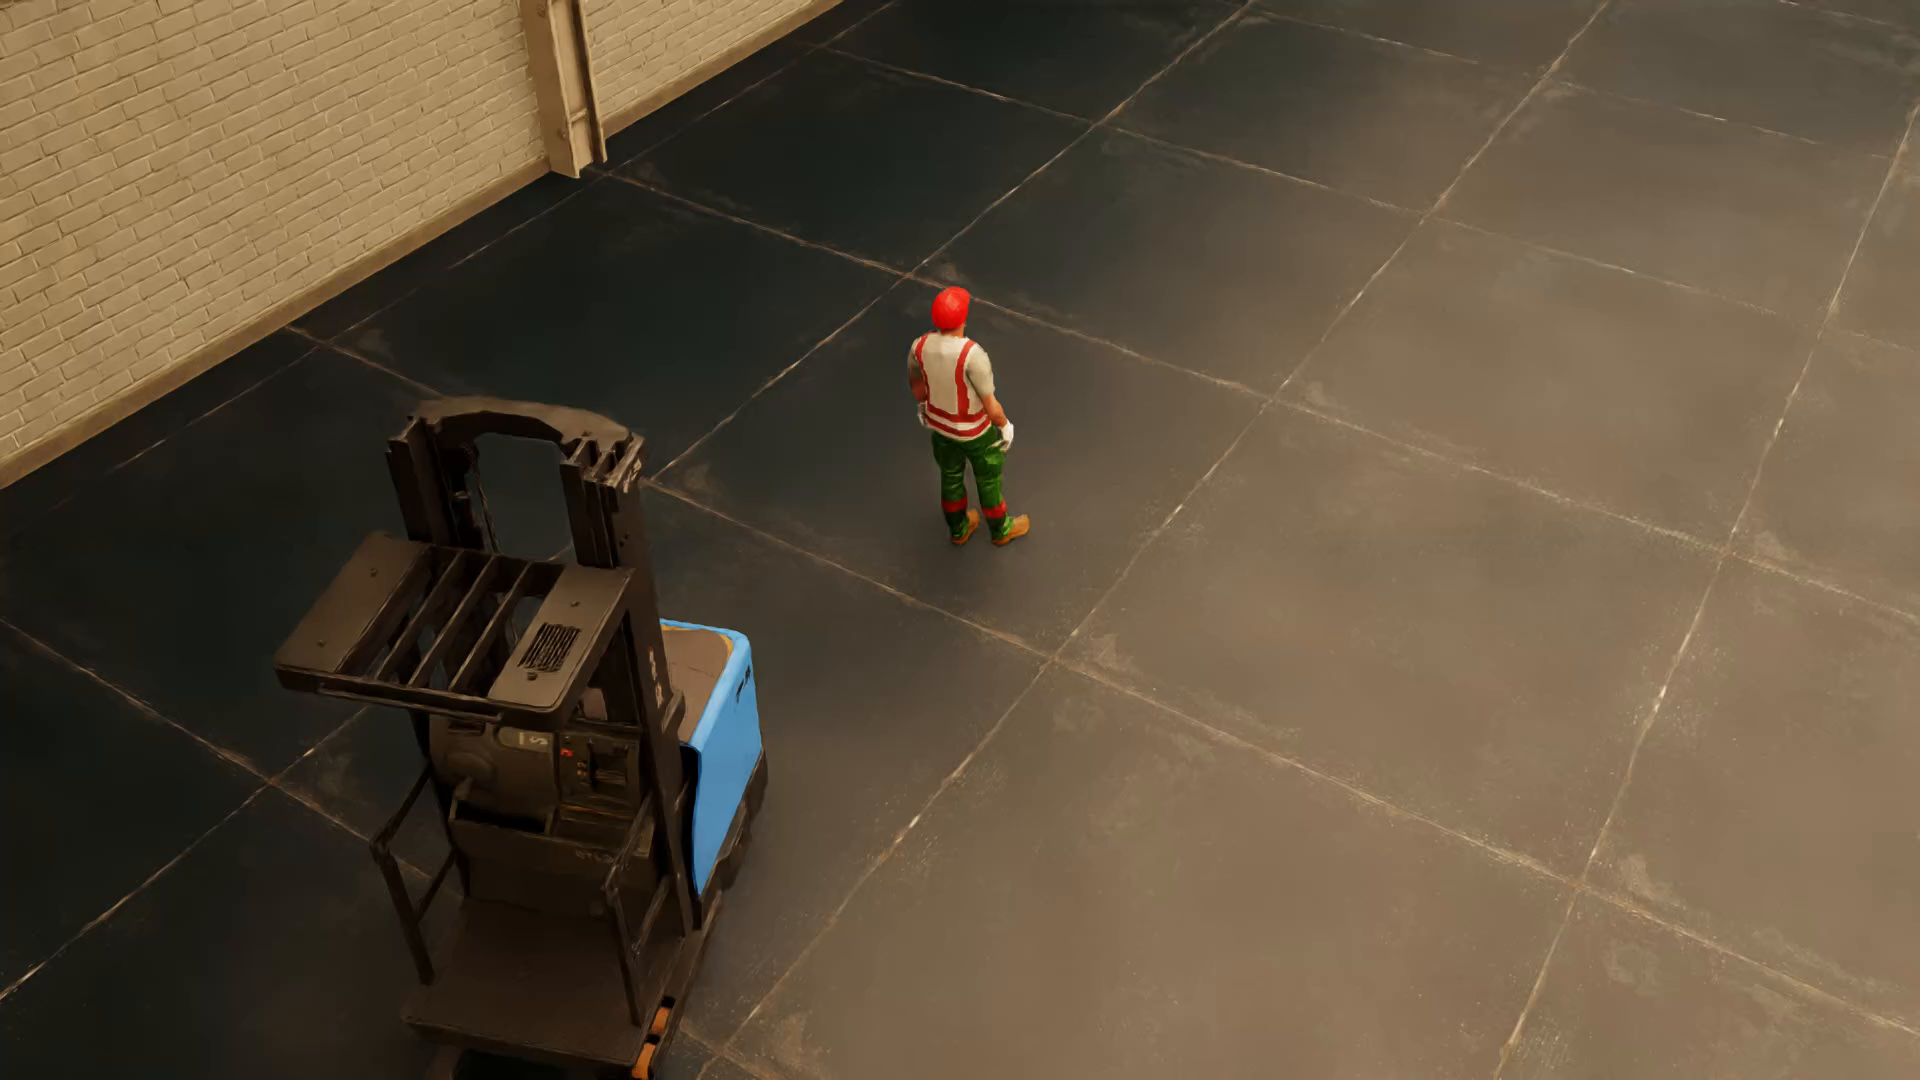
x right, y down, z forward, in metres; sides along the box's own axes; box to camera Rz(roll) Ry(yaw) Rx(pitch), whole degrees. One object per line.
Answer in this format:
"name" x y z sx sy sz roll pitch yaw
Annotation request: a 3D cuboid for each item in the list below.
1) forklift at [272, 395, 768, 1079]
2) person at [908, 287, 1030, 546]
"forklift" -1.817 1.010 6.775 1.130 2.935 3.031 8 41 9
"person" 0.052 -0.728 9.698 0.637 1.787 0.563 22 45 24
